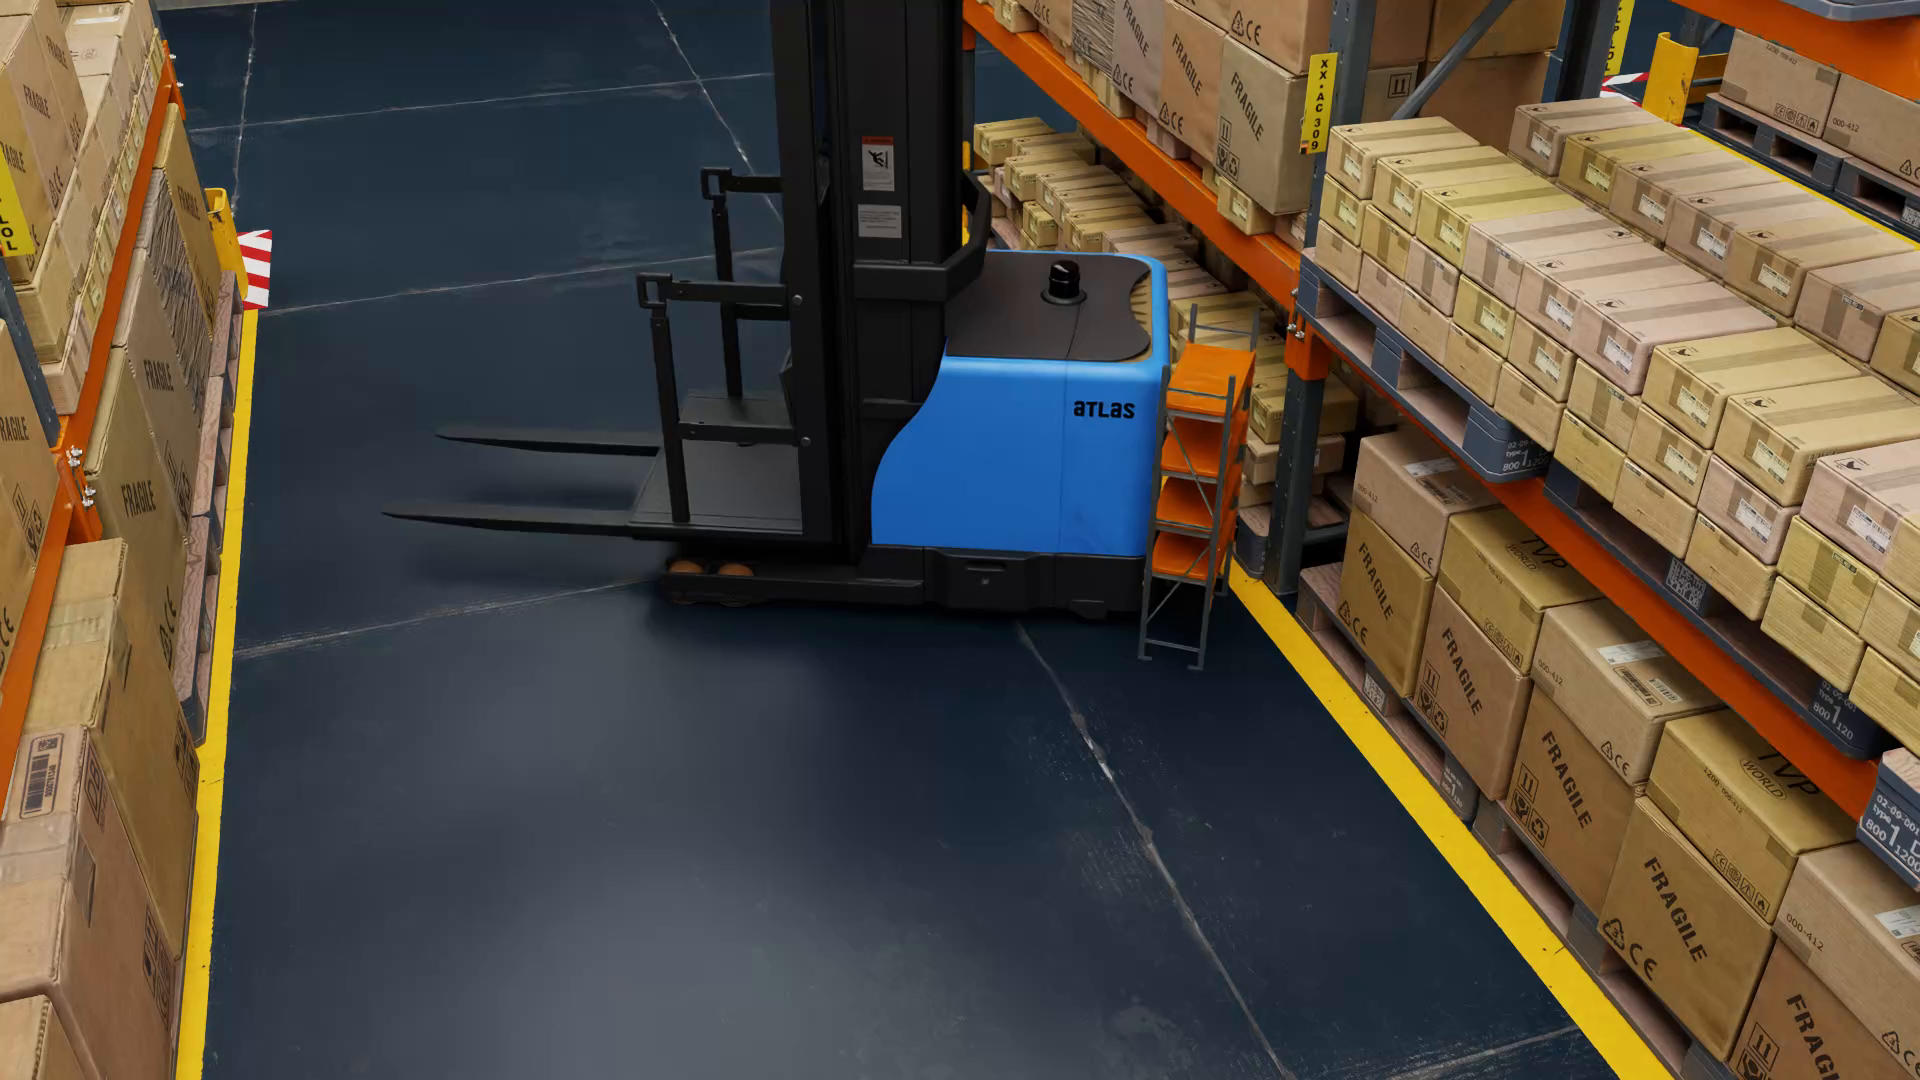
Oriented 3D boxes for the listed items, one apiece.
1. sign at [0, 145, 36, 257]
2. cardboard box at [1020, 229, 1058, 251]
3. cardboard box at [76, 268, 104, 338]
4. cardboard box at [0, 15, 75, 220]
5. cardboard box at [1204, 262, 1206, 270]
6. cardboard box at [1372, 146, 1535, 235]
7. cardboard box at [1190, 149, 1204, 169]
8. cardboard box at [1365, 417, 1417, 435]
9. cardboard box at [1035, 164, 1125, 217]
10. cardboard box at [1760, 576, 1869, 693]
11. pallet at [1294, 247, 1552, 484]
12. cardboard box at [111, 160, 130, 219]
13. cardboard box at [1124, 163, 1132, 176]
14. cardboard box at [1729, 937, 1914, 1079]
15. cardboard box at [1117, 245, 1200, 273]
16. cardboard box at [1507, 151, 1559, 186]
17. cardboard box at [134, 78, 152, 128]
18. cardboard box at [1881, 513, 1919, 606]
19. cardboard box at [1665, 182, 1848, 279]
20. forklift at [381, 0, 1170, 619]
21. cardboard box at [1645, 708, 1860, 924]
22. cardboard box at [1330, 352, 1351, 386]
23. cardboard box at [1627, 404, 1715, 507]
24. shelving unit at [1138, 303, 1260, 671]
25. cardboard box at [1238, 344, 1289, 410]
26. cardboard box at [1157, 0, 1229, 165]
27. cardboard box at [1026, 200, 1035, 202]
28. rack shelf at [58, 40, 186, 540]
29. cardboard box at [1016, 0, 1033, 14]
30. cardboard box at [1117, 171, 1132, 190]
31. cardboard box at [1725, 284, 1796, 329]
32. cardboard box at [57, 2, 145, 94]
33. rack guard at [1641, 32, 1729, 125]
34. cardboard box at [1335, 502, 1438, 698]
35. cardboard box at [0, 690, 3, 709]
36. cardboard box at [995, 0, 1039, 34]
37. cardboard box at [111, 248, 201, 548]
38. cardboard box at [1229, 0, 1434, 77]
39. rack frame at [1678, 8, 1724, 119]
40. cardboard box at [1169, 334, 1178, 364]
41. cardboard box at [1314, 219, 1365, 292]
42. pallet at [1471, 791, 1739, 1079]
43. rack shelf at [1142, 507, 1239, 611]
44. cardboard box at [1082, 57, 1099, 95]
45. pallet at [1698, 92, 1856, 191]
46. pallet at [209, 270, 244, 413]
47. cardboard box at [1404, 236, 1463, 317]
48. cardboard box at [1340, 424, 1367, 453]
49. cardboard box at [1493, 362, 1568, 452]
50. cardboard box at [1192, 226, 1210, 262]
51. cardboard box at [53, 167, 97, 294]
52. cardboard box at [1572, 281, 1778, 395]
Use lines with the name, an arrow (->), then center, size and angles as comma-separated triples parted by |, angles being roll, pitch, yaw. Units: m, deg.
sign -> -2.564, -0.909, 4.426 | 0.100, 0.325, 0.005 | -10, 35, -15
cardboard box -> 0.525, -1.495, 8.496 | 0.380, 0.149, 0.250 | -10, 35, -14
cardboard box -> -3.013, -0.745, 5.384 | 0.380, 0.149, 0.250 | -9, 34, -13
cardboard box -> -3.123, -1.291, 5.169 | 0.500, 0.500, 0.500 | -10, 35, -15
cardboard box -> 1.391, -1.304, 7.938 | 0.380, 0.149, 0.250 | -10, 35, -14
cardboard box -> 1.450, -1.033, 4.899 | 0.380, 0.149, 0.250 | -9, 35, -13
cardboard box -> 1.146, -1.563, 6.623 | 0.380, 0.149, 0.250 | -11, 35, -16
cardboard box -> 1.871, -0.498, 6.717 | 0.380, 0.149, 0.250 | -8, 34, -13
cardboard box -> 0.601, -1.751, 8.344 | 0.380, 0.149, 0.250 | -12, 35, -17
cardboard box -> 1.999, 0.166, 3.624 | 0.380, 0.149, 0.250 | -12, 35, -17
pallet -> 1.771, -0.638, 5.168 | 1.003, 0.211, 1.213 | -10, 35, -15
cardboard box -> -3.328, -1.287, 6.205 | 0.380, 0.149, 0.250 | -11, 35, -16
cardboard box -> 1.081, -1.986, 8.700 | 0.380, 0.149, 0.250 | -11, 35, -16
cardboard box -> 2.292, 1.250, 4.025 | 0.500, 0.500, 0.500 | -9, 34, -13
cardboard box -> 0.852, -1.193, 7.500 | 0.380, 0.149, 0.250 | -11, 35, -16
cardboard box -> 1.986, -1.162, 5.365 | 0.380, 0.149, 0.250 | -9, 35, -13
cardboard box -> -3.644, -1.826, 7.021 | 0.380, 0.149, 0.250 | -9, 35, -14
cardboard box -> 2.071, 0.048, 3.263 | 0.380, 0.149, 0.250 | -9, 35, -13
cardboard box -> 2.225, -0.869, 4.652 | 0.380, 0.149, 0.250 | -10, 35, -15
forklift -> -0.731, -1.253, 5.987 | 3.031, 2.935, 1.130 | 3, 34, 4
cardboard box -> 2.134, 0.664, 4.231 | 0.500, 0.250, 0.500 | -9, 35, -14
cardboard box -> 1.741, -0.748, 6.826 | 0.380, 0.149, 0.250 | -8, 34, -12
cardboard box -> 1.838, -0.233, 3.959 | 0.380, 0.149, 0.250 | -11, 35, -16
shelving unit -> 0.847, -0.178, 5.928 | 0.258, 1.200, 0.503 | 10, 35, 14
cardboard box -> 1.204, -0.648, 6.675 | 0.380, 0.149, 0.250 | -10, 35, -14
cardboard box -> 1.103, -1.789, 6.375 | 0.500, 0.500, 0.500 | -11, 35, -16
cardboard box -> 0.560, -1.768, 8.640 | 0.380, 0.149, 0.250 | -10, 35, -14
rack shelf -> -3.688, -1.112, 6.365 | 1.077, 0.370, 4.000 | -10, 35, -15
cardboard box -> 0.518, -2.851, 7.982 | 0.500, 0.500, 0.500 | -10, 35, -15
cardboard box -> 1.049, -1.852, 8.767 | 0.380, 0.149, 0.250 | -11, 35, -17
cardboard box -> 2.306, -0.614, 4.535 | 0.380, 0.149, 0.250 | -12, 35, -17
cardboard box -> -3.743, -2.048, 6.994 | 0.500, 0.250, 0.500 | -11, 35, -16
rack guard -> 5.132, -3.099, 10.986 | 1.175, 0.500, 0.348 | -10, 35, -15
cardboard box -> 1.649, 0.157, 5.678 | 0.500, 0.500, 0.500 | -9, 34, -13
cardboard box -> -2.365, 0.330, 3.440 | 0.500, 0.500, 0.500 | -10, 35, -15
cardboard box -> 0.391, -2.637, 8.247 | 0.380, 0.149, 0.250 | -11, 35, -16
cardboard box -> -3.478, -0.484, 6.307 | 0.875, 0.875, 0.875 | -10, 35, -15
cardboard box -> 1.276, -1.928, 5.679 | 0.500, 0.500, 0.500 | -11, 35, -16
rack frame -> 5.140, -4.129, 10.278 | 1.000, 3.000, 0.127 | -10, 35, -15
cardboard box -> 1.102, -0.791, 7.162 | 0.380, 0.149, 0.250 | -10, 35, -14
cardboard box -> 1.359, -0.930, 5.283 | 0.380, 0.149, 0.250 | -12, 35, -17
pallet -> 2.291, 1.070, 4.939 | 1.003, 0.211, 1.213 | -10, 35, -15
rack shelf -> 0.844, 0.044, 6.075 | 0.258, 0.148, 0.480 | 10, 35, 14
cardboard box -> 0.767, -2.103, 7.440 | 0.380, 0.149, 0.250 | -9, 34, -13
pallet -> 5.458, -2.559, 10.431 | 1.003, 0.211, 1.213 | -10, 35, -15
pallet -> -3.980, -0.892, 7.909 | 1.003, 0.211, 1.213 | -10, 35, -15
cardboard box -> 1.519, -0.783, 4.791 | 0.380, 0.149, 0.250 | -9, 35, -14
cardboard box -> 1.790, -0.514, 7.012 | 0.380, 0.149, 0.250 | -9, 35, -13
cardboard box -> 1.675, -0.388, 4.463 | 0.380, 0.149, 0.250 | -12, 35, -17
cardboard box -> 1.316, -1.418, 7.840 | 0.380, 0.149, 0.250 | -10, 35, -14
cardboard box -> -3.119, -0.977, 5.373 | 0.500, 0.250, 0.500 | -10, 35, -15
cardboard box -> 1.754, -0.499, 4.092 | 0.380, 0.149, 0.250 | -9, 34, -13
